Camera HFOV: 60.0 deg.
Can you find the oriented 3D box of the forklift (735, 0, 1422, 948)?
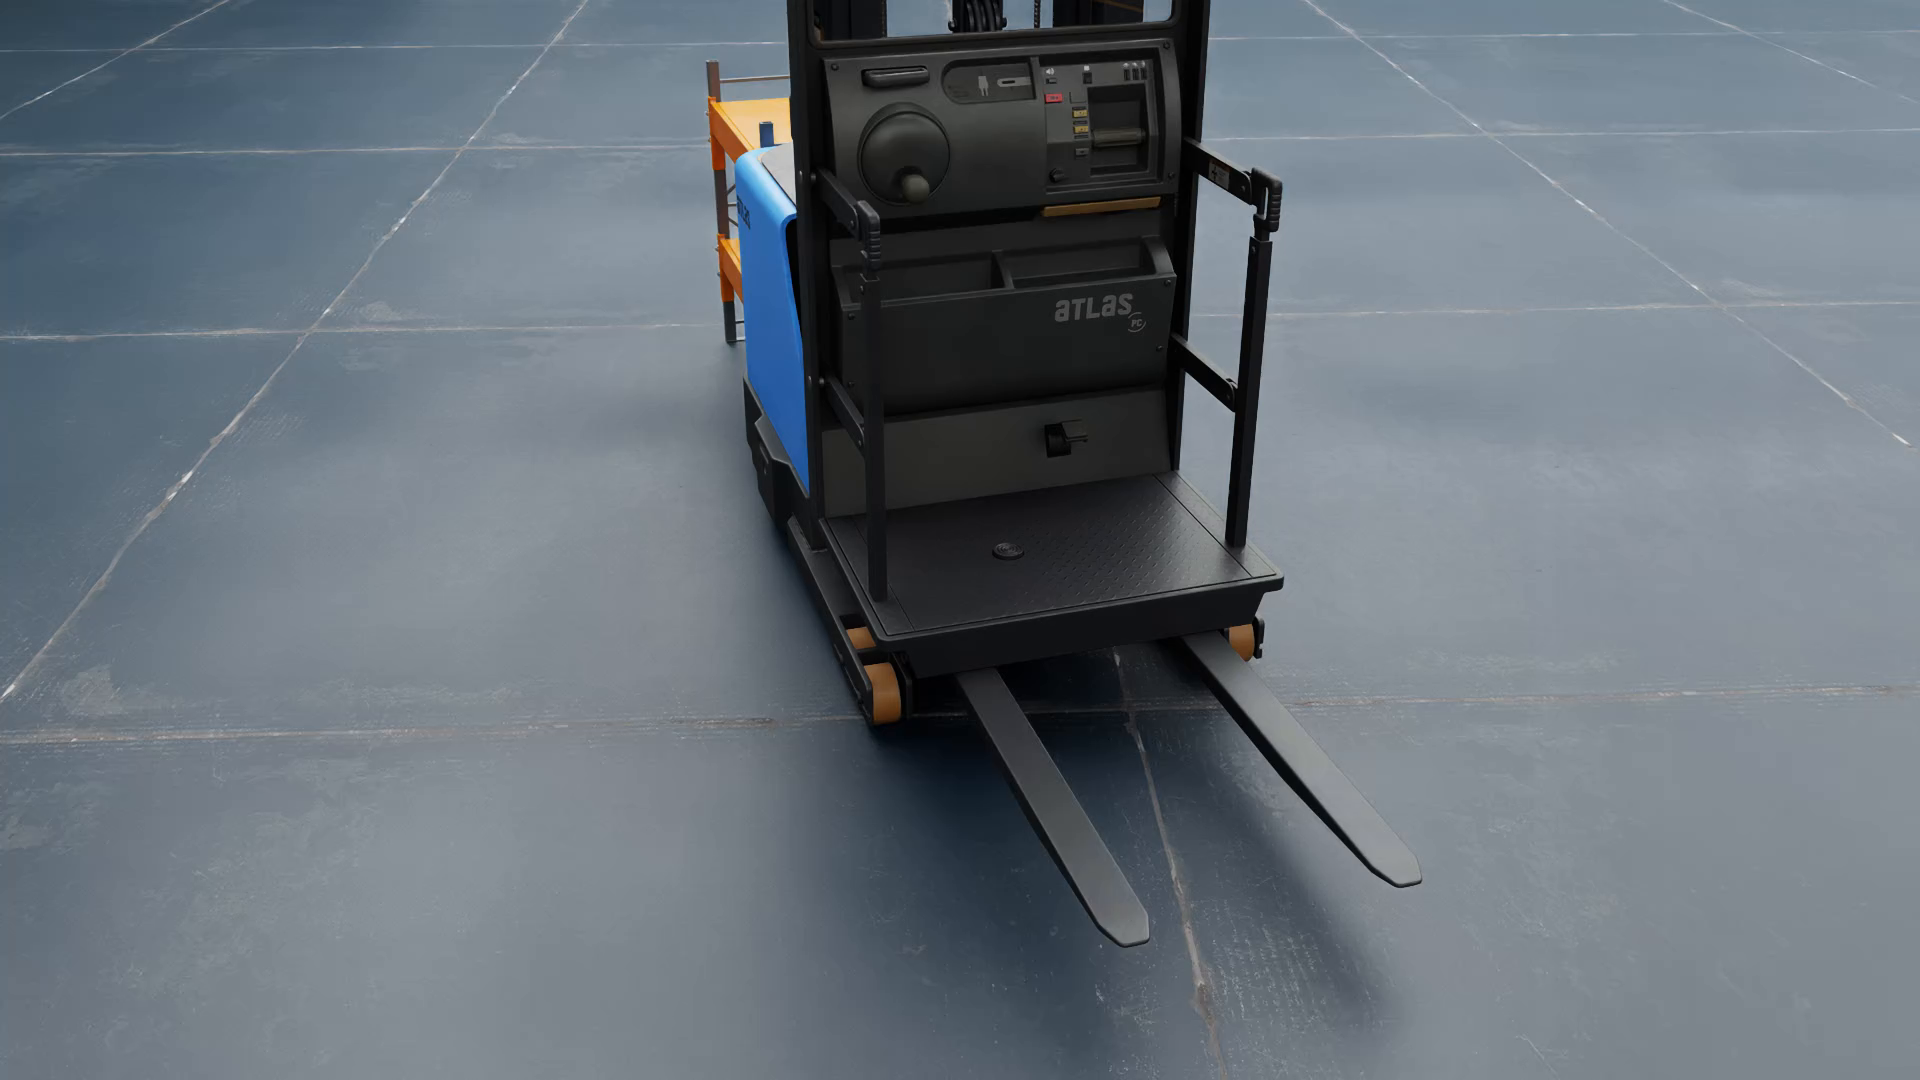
[{"bbox_3d":[0.186,-1.022,4.041,1.130,2.935,3.031,-8,29,-15],"label":"forklift"}]

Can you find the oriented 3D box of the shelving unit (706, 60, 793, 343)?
[{"bbox_3d":[-0.568,-1.123,6.186,0.538,1.125,1.048,-8,29,-15],"label":"shelving unit"}]

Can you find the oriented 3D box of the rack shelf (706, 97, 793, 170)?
[{"bbox_3d":[-0.568,-1.382,6.051,0.538,0.278,1.000,-8,29,-15],"label":"rack shelf"}]

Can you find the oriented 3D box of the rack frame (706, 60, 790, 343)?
[{"bbox_3d":[-0.720,-1.347,6.616,0.500,1.125,0.032,-8,29,-15],"label":"rack frame"}]

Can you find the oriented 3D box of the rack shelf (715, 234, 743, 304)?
[{"bbox_3d":[-0.568,-0.906,6.299,0.538,0.278,1.000,-8,29,-15],"label":"rack shelf"}]

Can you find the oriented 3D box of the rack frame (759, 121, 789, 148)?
[{"bbox_3d":[-0.416,-0.898,5.756,0.500,1.125,0.032,-8,29,-15],"label":"rack frame"}]
